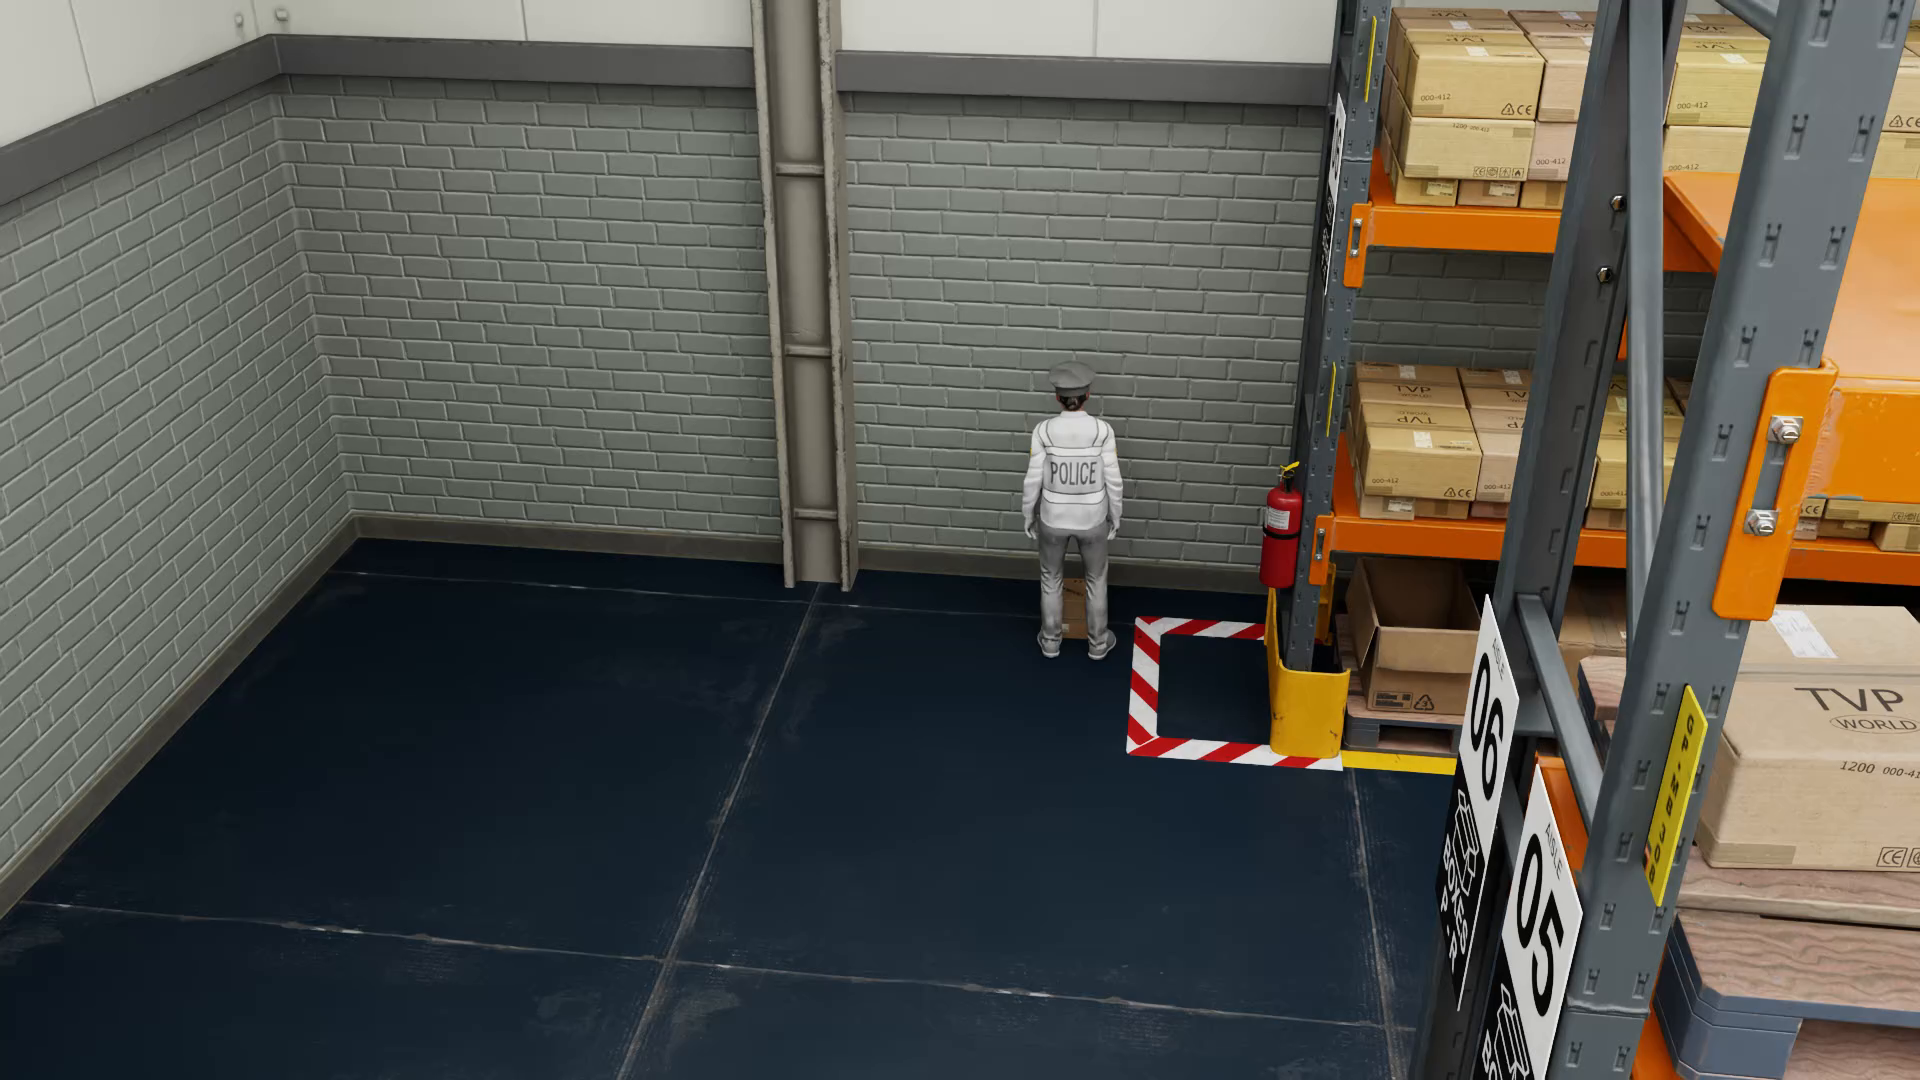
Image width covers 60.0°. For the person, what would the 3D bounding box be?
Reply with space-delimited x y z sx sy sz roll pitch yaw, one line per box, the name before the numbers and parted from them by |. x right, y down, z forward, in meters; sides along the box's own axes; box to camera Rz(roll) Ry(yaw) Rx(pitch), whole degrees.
person | 0.597 -0.118 8.838 0.540 1.662 0.374 2 29 3
